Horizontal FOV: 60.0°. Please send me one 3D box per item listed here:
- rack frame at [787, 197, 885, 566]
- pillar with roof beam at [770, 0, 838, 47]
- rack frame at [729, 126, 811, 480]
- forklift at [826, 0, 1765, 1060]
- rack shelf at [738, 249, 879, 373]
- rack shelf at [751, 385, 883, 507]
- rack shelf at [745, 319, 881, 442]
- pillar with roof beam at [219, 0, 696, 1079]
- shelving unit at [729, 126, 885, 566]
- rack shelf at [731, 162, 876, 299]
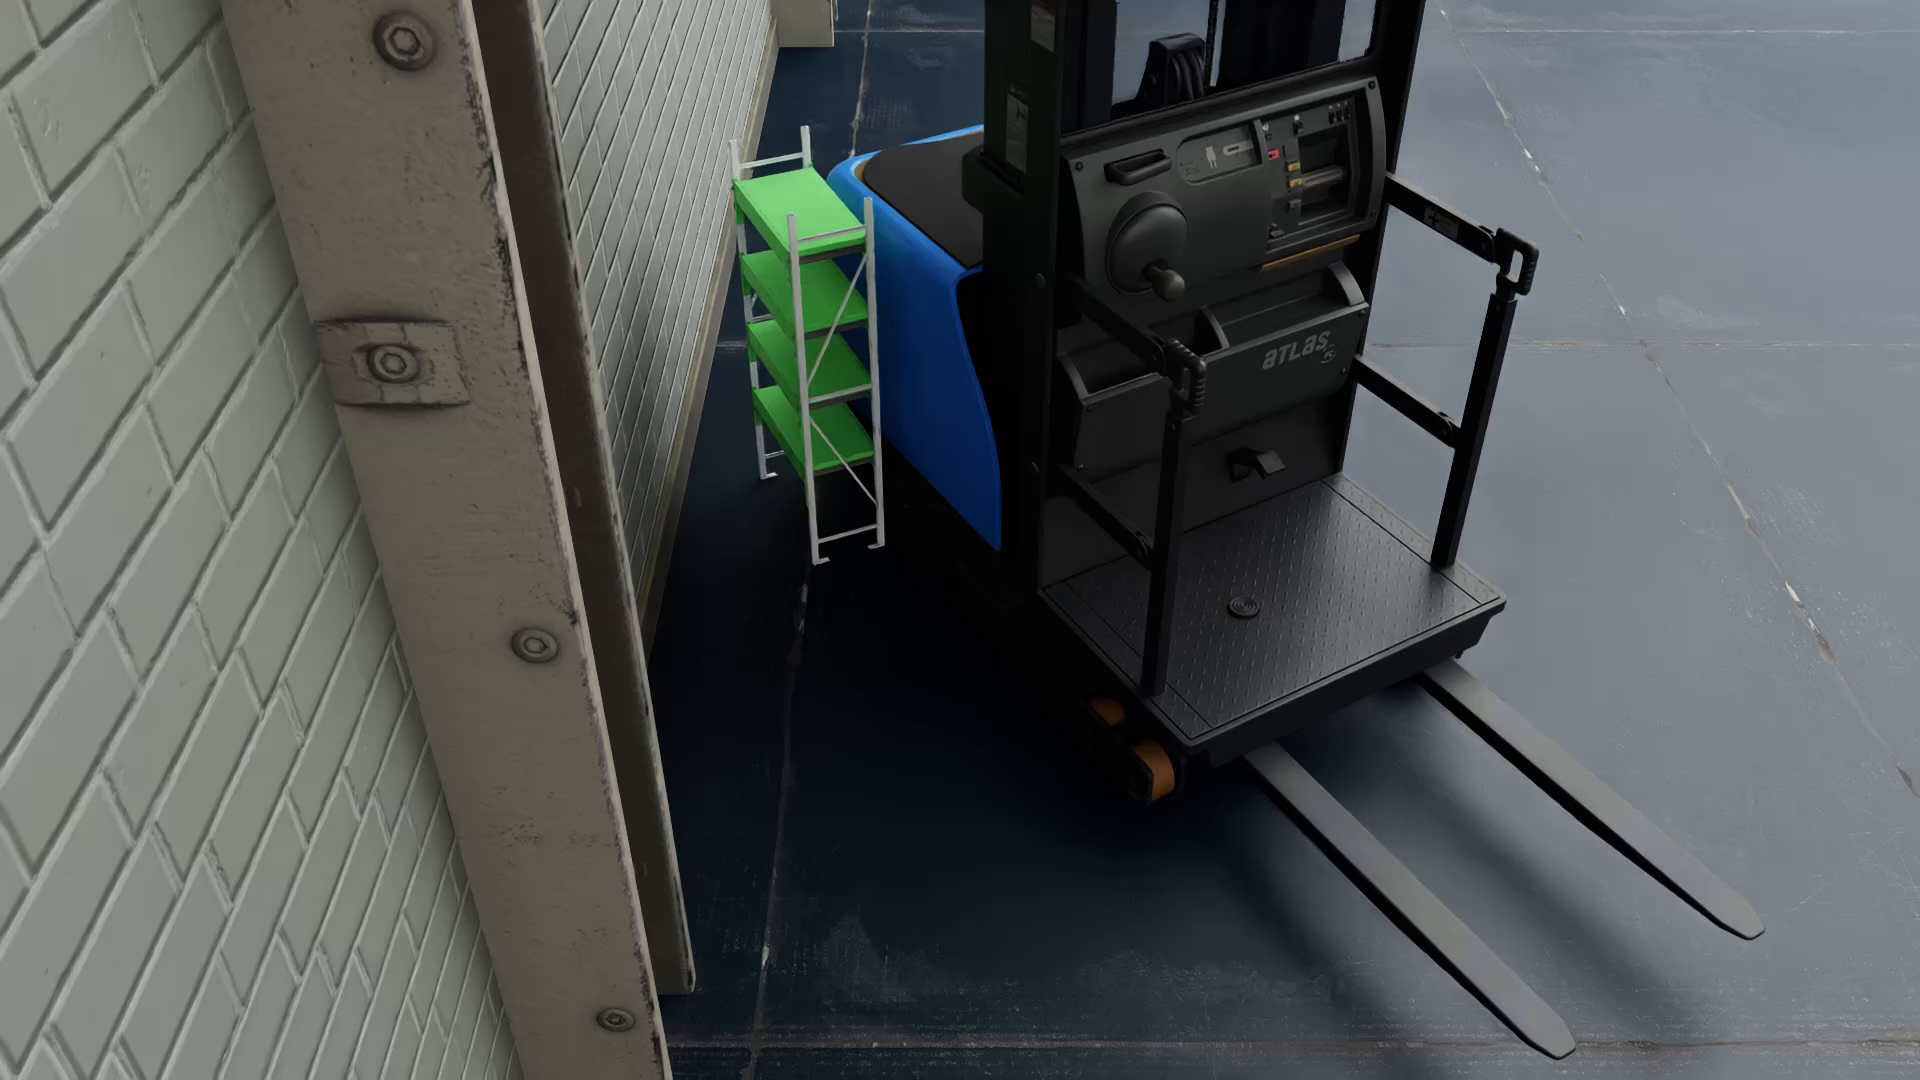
[{"bbox_3d":[-0.348,-0.423,4.819,0.240,1.200,0.015,-16,41,-19],"label":"rack frame"},{"bbox_3d":[3.515,-6.110,5.678,9.100,9.000,0.400,0,39,0],"label":"pillar with roof beam"},{"bbox_3d":[-0.550,-0.701,5.165,0.240,1.200,0.015,-16,41,-19],"label":"rack frame"},{"bbox_3d":[0.774,-0.788,3.889,1.130,2.935,3.031,-21,43,-24],"label":"forklift"},{"bbox_3d":[-0.449,-0.700,4.882,0.258,0.148,0.480,-16,41,-19],"label":"rack shelf"},{"bbox_3d":[-0.449,-0.325,5.182,0.258,0.148,0.480,-16,41,-19],"label":"rack shelf"},{"bbox_3d":[-0.449,-0.512,5.032,0.258,0.148,0.480,-16,41,-19],"label":"rack shelf"},{"bbox_3d":[3.522,-2.358,0.996,9.100,9.000,0.400,0,39,0],"label":"pillar with roof beam"},{"bbox_3d":[-0.449,-0.562,4.992,0.258,1.200,0.503,-16,41,-19],"label":"shelving unit"},{"bbox_3d":[-0.449,-0.887,4.732,0.258,0.148,0.480,-16,41,-19],"label":"rack shelf"}]
